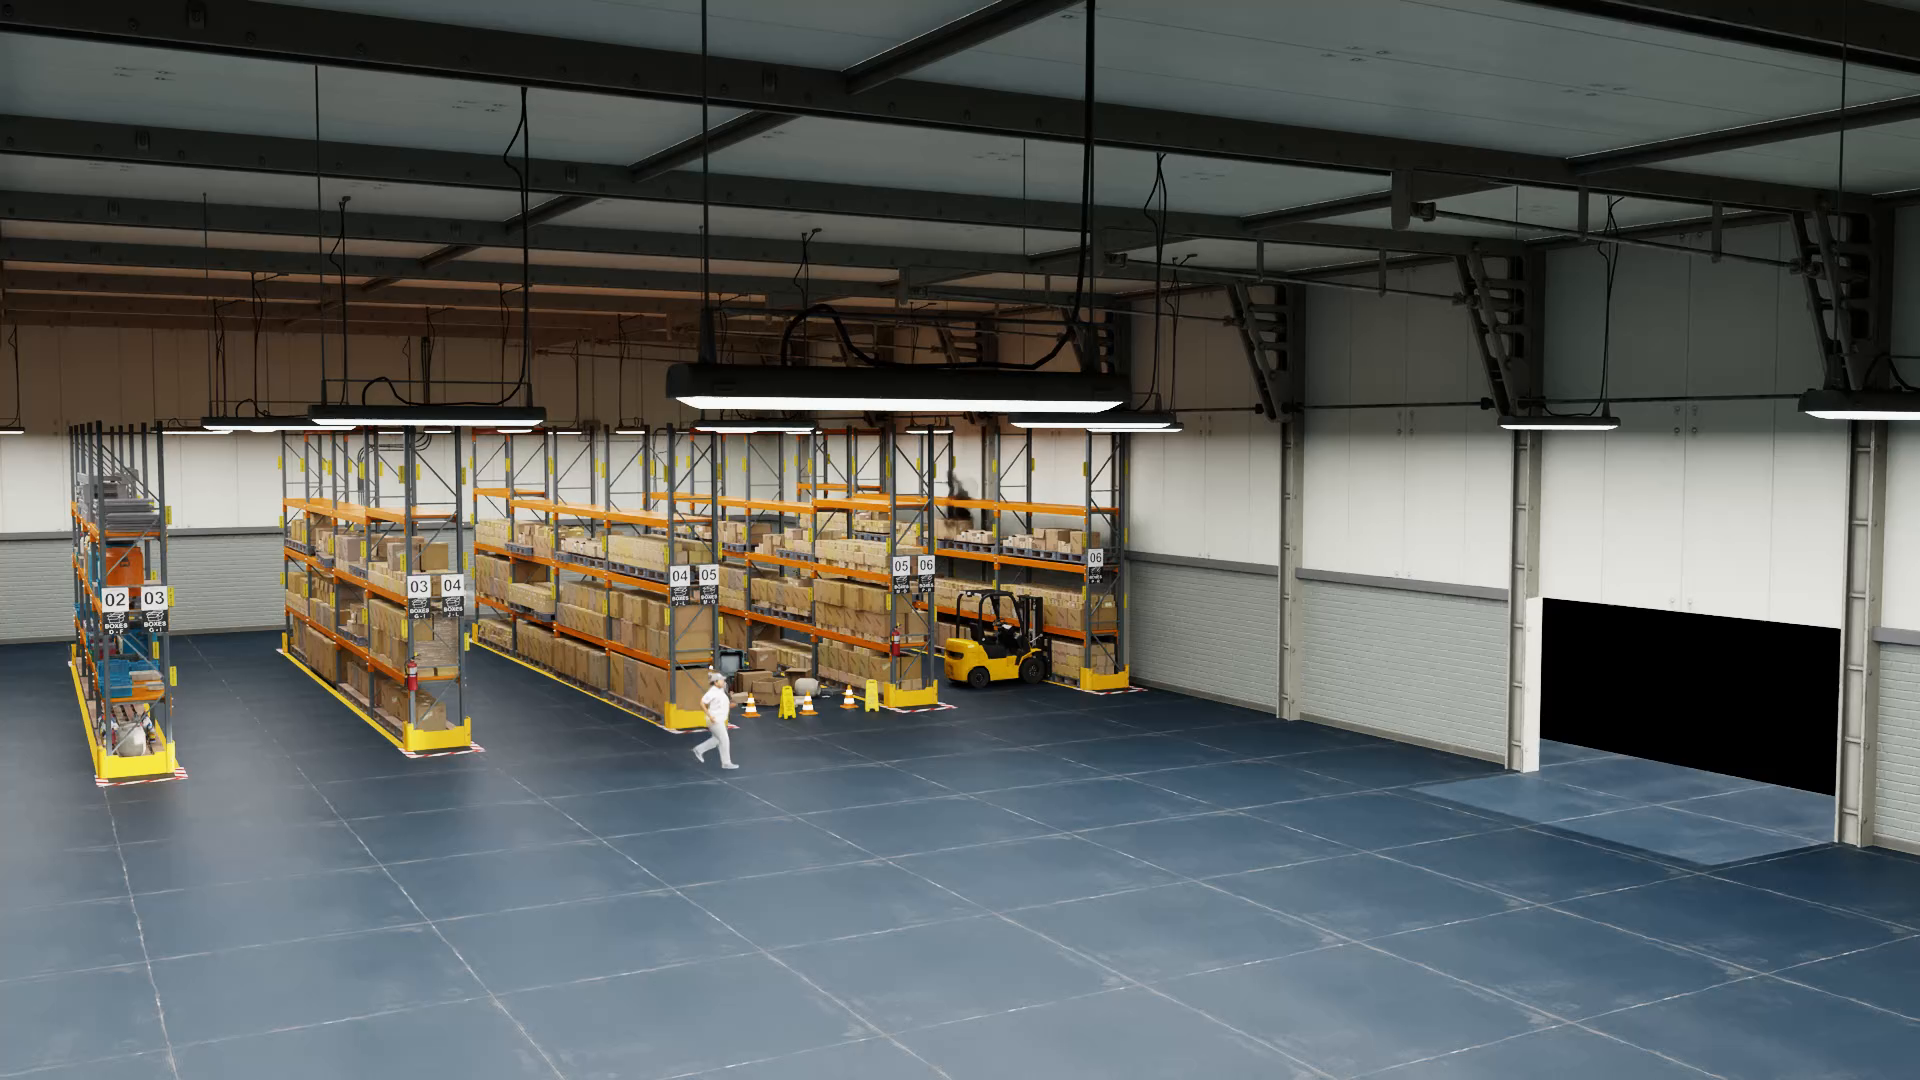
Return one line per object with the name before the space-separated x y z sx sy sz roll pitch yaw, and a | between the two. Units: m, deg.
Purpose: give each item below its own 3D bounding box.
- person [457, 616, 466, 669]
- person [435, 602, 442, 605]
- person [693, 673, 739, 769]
person | -12.341 2.347 40.594 0.674 1.721 0.569 -2 4 -30
person | -14.677 2.014 46.958 0.716 1.657 0.904 1 4 19
person | -4.209 3.115 28.683 0.803 1.644 0.610 1 4 9
